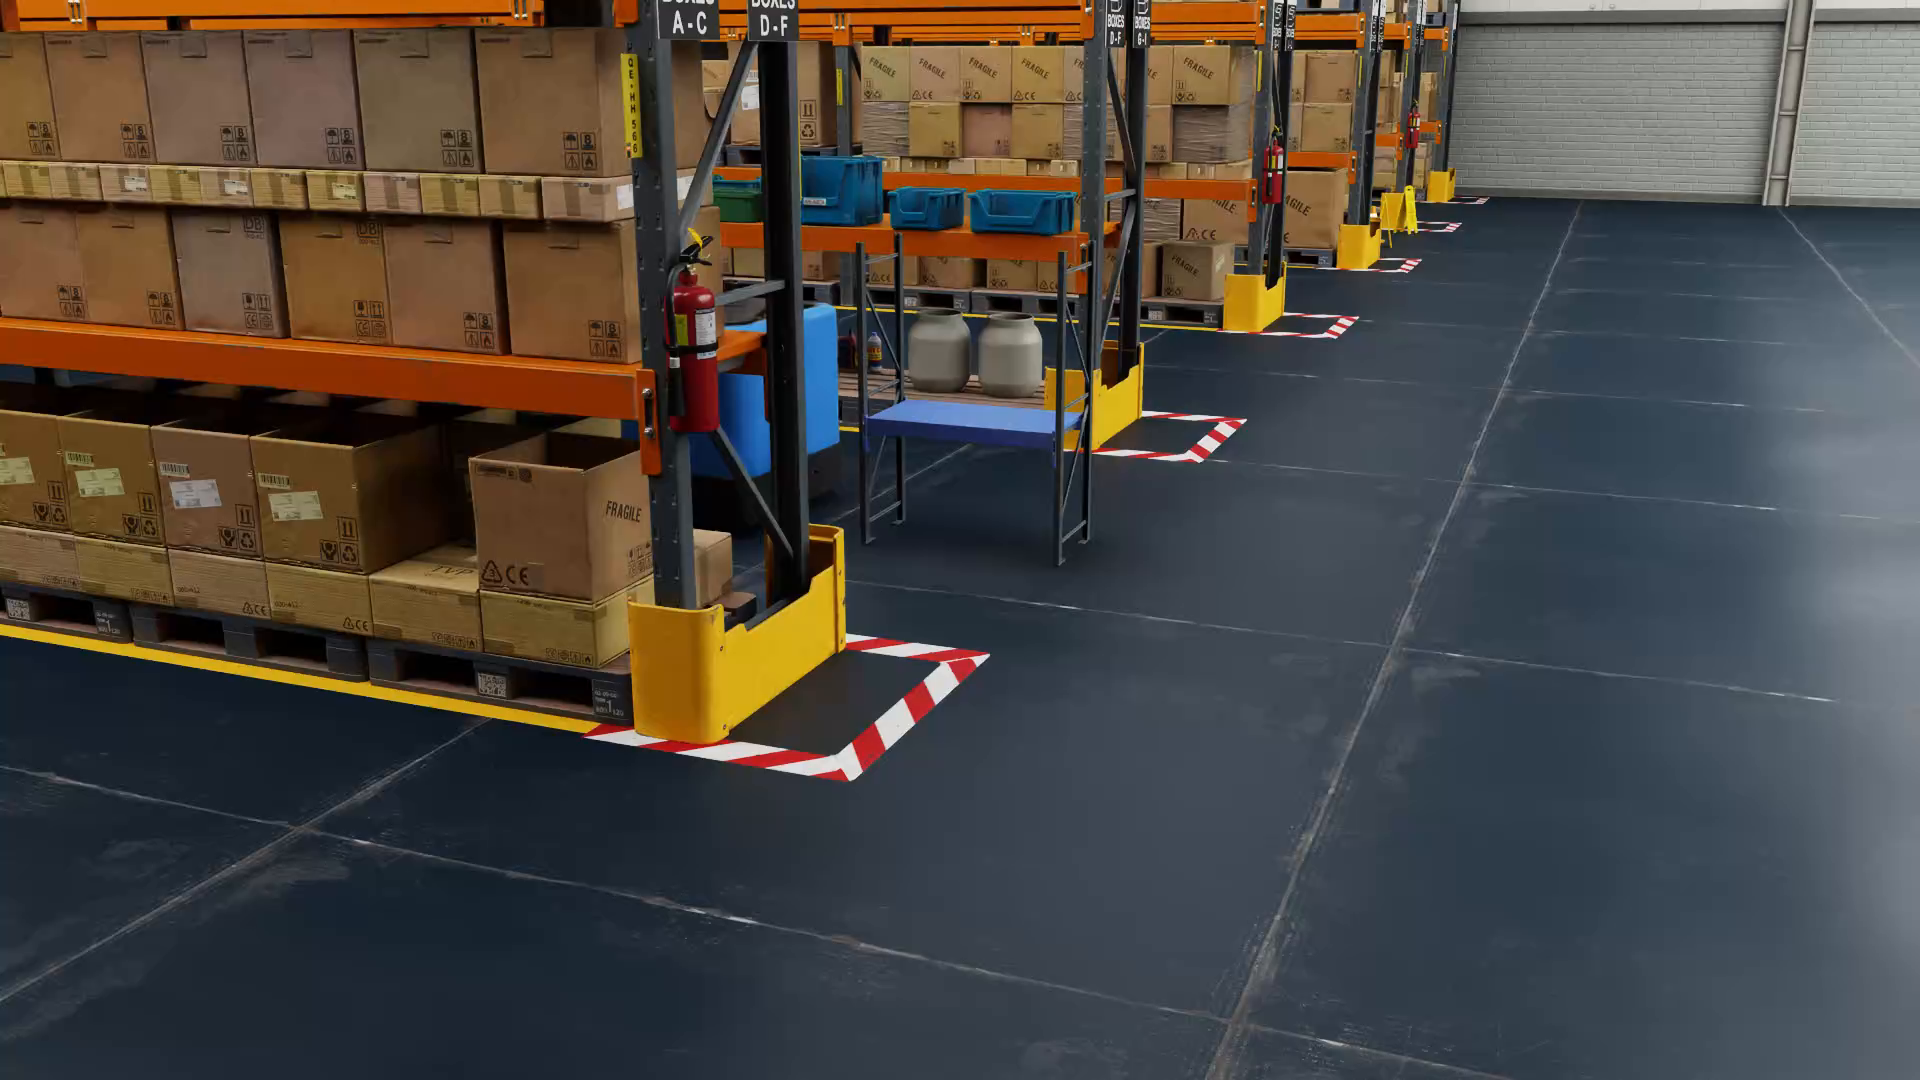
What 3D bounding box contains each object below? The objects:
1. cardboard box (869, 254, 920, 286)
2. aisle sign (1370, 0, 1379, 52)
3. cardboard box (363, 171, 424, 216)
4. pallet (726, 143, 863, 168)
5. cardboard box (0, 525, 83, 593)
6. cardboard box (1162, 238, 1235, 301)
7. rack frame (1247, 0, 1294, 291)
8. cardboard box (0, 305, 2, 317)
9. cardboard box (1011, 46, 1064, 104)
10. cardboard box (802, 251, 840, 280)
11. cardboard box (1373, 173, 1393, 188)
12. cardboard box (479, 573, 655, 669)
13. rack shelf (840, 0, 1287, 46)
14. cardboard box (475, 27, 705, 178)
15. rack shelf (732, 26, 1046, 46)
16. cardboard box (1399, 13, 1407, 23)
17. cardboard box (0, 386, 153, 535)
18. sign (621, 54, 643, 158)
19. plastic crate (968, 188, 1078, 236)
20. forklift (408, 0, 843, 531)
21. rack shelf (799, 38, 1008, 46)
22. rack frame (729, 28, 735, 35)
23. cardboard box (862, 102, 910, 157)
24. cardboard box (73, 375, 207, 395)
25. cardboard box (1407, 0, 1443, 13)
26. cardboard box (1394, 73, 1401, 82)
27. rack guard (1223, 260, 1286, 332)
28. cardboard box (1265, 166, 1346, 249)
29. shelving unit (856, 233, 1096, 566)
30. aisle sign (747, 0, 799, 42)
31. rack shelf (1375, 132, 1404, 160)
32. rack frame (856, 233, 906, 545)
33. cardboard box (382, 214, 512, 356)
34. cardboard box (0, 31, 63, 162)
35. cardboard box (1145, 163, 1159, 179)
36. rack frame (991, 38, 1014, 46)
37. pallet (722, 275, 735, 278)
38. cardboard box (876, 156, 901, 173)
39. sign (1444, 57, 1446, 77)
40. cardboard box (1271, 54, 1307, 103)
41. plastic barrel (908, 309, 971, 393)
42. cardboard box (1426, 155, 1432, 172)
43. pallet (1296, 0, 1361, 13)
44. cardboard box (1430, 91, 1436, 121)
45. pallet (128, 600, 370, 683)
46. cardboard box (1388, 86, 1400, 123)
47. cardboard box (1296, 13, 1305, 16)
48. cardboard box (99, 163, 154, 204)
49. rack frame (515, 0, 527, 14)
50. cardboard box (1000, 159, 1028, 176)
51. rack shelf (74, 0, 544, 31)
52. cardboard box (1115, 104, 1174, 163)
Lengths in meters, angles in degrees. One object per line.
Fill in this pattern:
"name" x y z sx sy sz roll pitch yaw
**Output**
"cardboard box" -0.576 -2.805 16.442 0.500 0.500 0.500 6 17 19
"aisle sign" 4.657 -5.886 18.659 0.004 0.787 0.394 6 17 21
"cardboard box" -1.992 -1.305 6.202 0.250 0.149 0.380 7 17 21
"pallet" -1.591 -3.879 16.755 1.213 0.211 1.003 6 17 21
"cardboard box" -3.789 0.011 7.190 0.500 0.250 0.500 6 17 21
"cardboard box" 2.212 -2.516 15.444 0.500 0.500 0.500 10 19 31
"rack frame" 2.787 -3.446 14.919 0.127 3.000 1.000 6 17 21
"cardboard box" -4.157 -1.291 7.315 0.500 0.500 0.700 6 17 19
"cardboard box" 0.791 -4.264 15.230 0.500 0.500 0.500 6 17 21
"cardboard box" -1.497 -2.935 16.851 0.500 0.500 0.700 5 17 16
"cardboard box" 7.229 -6.205 28.600 0.500 0.250 0.500 6 17 21
"cardboard box" -1.458 0.263 6.320 0.500 0.250 0.500 6 17 21
"rack shelf" 0.927 -4.746 15.306 4.000 0.370 1.077 6 17 21
"cardboard box" -1.330 -1.605 6.070 0.500 0.500 0.700 6 17 21
"rack shelf" -0.880 -6.431 21.111 4.000 0.370 1.077 6 17 21
"cardboard box" 6.234 -7.454 23.796 0.250 0.149 0.380 6 17 21
"cardboard box" -3.788 -0.350 7.088 0.500 0.500 0.500 6 17 21
"sign" -1.063 -1.408 5.396 0.005 0.325 0.100 6 17 21
"plastic crate" 0.394 -2.064 10.424 0.616 0.251 0.499 6 17 21
"forklift" -2.209 -1.713 9.071 3.031 2.935 1.130 7 18 24
"rack shelf" -1.061 -9.422 31.414 4.000 0.370 1.077 6 17 21
"rack frame" -2.741 -5.541 22.133 0.127 3.000 1.000 6 17 21
"cardboard box" -0.538 -3.984 16.059 0.500 0.500 0.875 6 17 21
"cardboard box" -3.600 -0.483 7.545 0.500 0.500 0.500 6 17 21
"cardboard box" 7.740 -9.024 27.642 0.500 0.500 0.500 7 18 22
"cardboard box" 7.336 -7.825 28.127 0.250 0.149 0.380 7 17 22
"rack guard" 2.717 -2.253 15.294 0.348 0.500 1.175 6 17 21
"cardboard box" 4.046 -3.956 19.732 0.875 0.875 0.875 6 17 21
"shelving unit" 0.079 -0.712 8.190 1.048 1.500 0.538 6 17 21
"aisle sign" -0.678 -2.198 5.958 0.004 0.787 0.394 6 17 21
"rack shelf" 4.563 -5.875 24.577 4.000 0.370 1.077 6 17 21
"rack frame" -0.394 -0.764 8.369 0.032 1.500 0.500 6 17 21
"cardboard box" -1.771 -1.029 6.413 0.500 0.500 0.700 7 18 22
"cardboard box" -3.686 -1.862 6.957 0.500 0.500 0.700 6 17 20
"cardboard box" 1.736 -3.369 15.103 0.250 0.149 0.380 6 17 21
"rack frame" 0.799 -8.122 31.027 0.127 3.000 1.000 6 17 21
"pallet" -2.797 -2.720 17.419 1.213 0.211 1.003 6 17 21
"cardboard box" -0.616 -3.606 15.919 0.250 0.149 0.380 6 17 21
"sign" 8.029 -7.835 27.534 0.005 0.325 0.100 6 17 21
"cardboard box" 3.825 -5.393 19.420 0.550 0.550 0.875 6 17 21
"plastic barrel" -0.137 -1.267 11.123 0.421 0.512 0.421 0 16 0
"cardboard box" 7.880 -6.527 28.814 0.500 0.250 0.500 7 17 22
"pallet" 4.007 -6.193 19.161 1.213 0.211 1.003 6 17 21
"cardboard box" 7.882 -7.475 28.617 0.500 0.500 0.500 7 18 22
"pallet" -2.709 0.269 7.123 1.213 0.211 1.003 6 17 21
"cardboard box" 6.084 -6.328 24.132 0.500 0.500 0.500 6 17 20
"cardboard box" 4.808 -7.438 23.741 0.250 0.149 0.380 6 17 19
"cardboard box" -3.193 -1.437 6.657 0.250 0.149 0.380 6 17 19
"rack frame" -2.751 -2.571 11.904 0.127 3.000 1.000 6 17 21
"cardboard box" 0.556 -3.485 15.502 0.250 0.149 0.380 6 17 21
"rack shelf" -4.612 -3.870 12.291 4.000 0.370 1.077 6 17 21
"cardboard box" 1.777 -3.720 15.151 0.500 0.500 0.875 6 17 21
